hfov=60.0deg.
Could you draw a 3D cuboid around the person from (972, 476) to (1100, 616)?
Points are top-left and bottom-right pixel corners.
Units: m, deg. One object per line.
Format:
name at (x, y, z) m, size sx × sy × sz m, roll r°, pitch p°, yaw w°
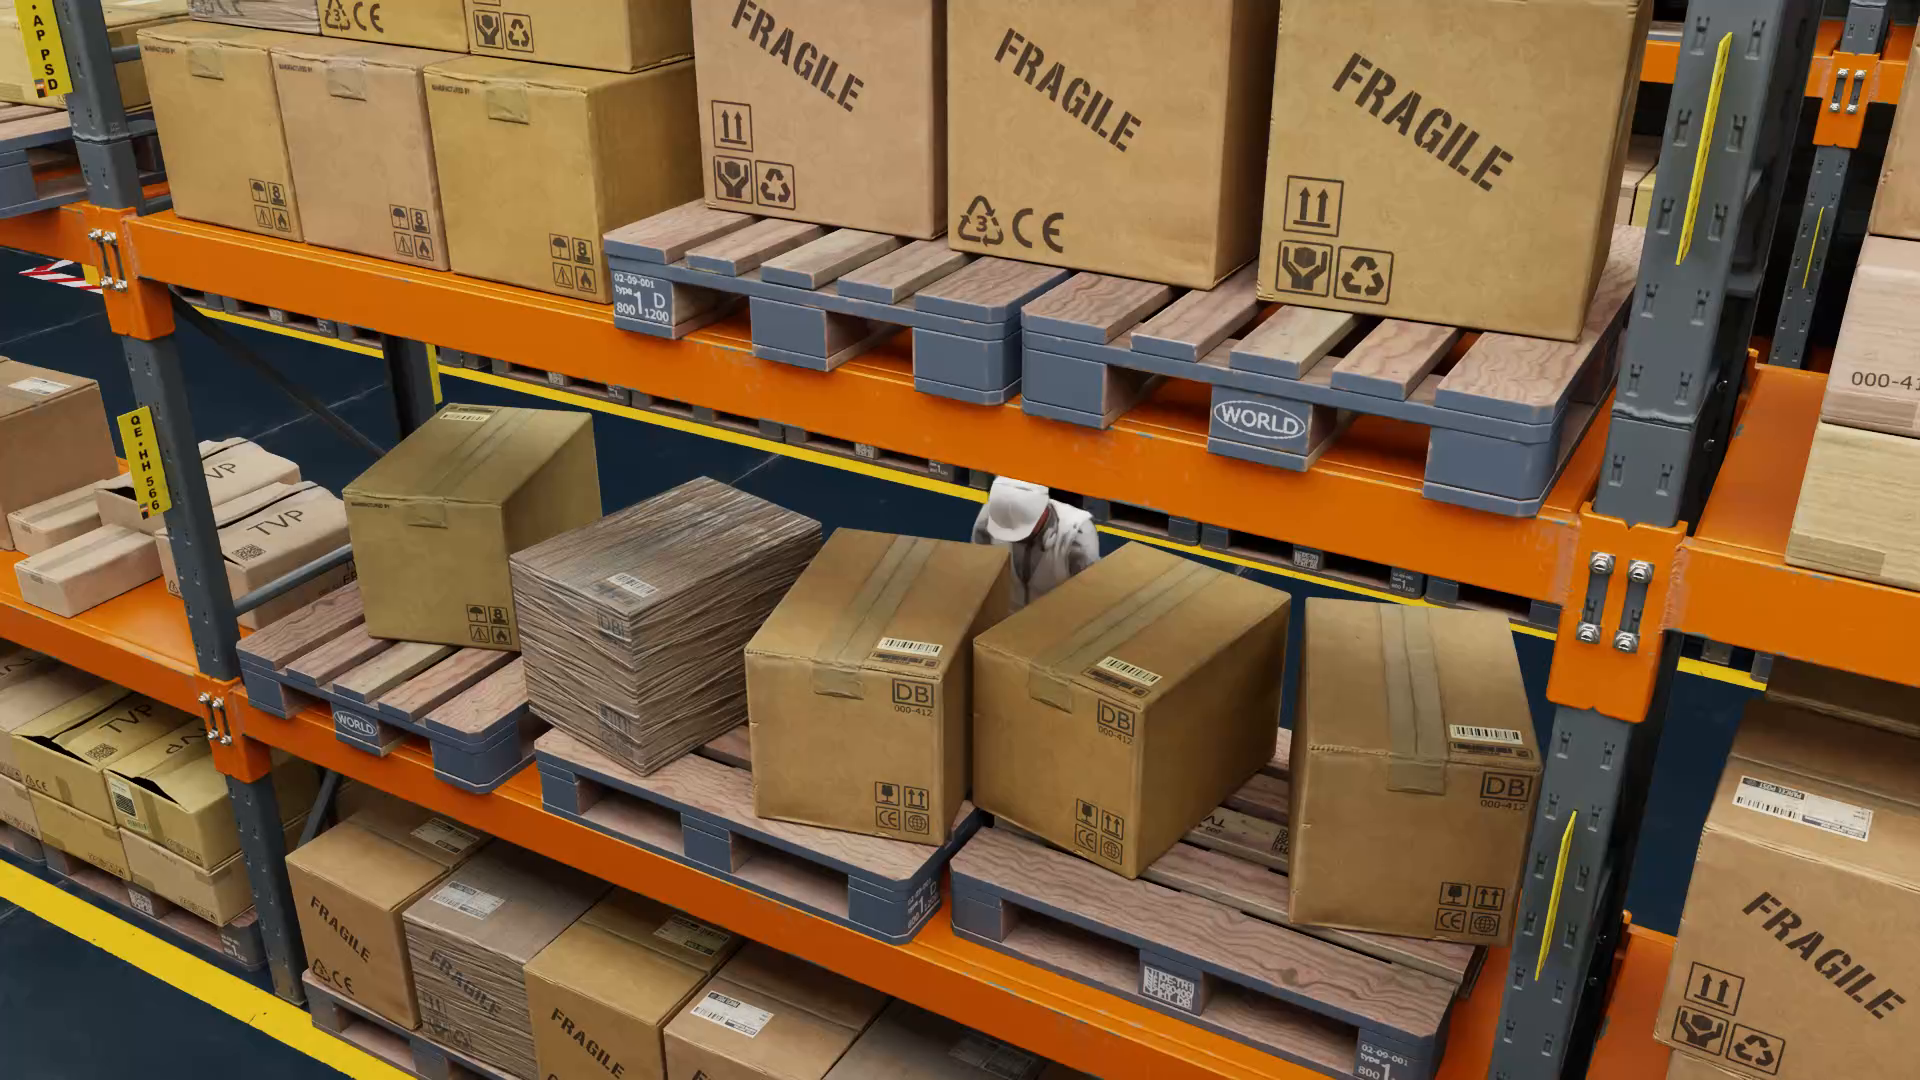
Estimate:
person at (0.312, 0.360, 6.608) m, size 0.588 × 1.560 × 0.671 m, roll 14°, pitch 30°, yaw 27°
